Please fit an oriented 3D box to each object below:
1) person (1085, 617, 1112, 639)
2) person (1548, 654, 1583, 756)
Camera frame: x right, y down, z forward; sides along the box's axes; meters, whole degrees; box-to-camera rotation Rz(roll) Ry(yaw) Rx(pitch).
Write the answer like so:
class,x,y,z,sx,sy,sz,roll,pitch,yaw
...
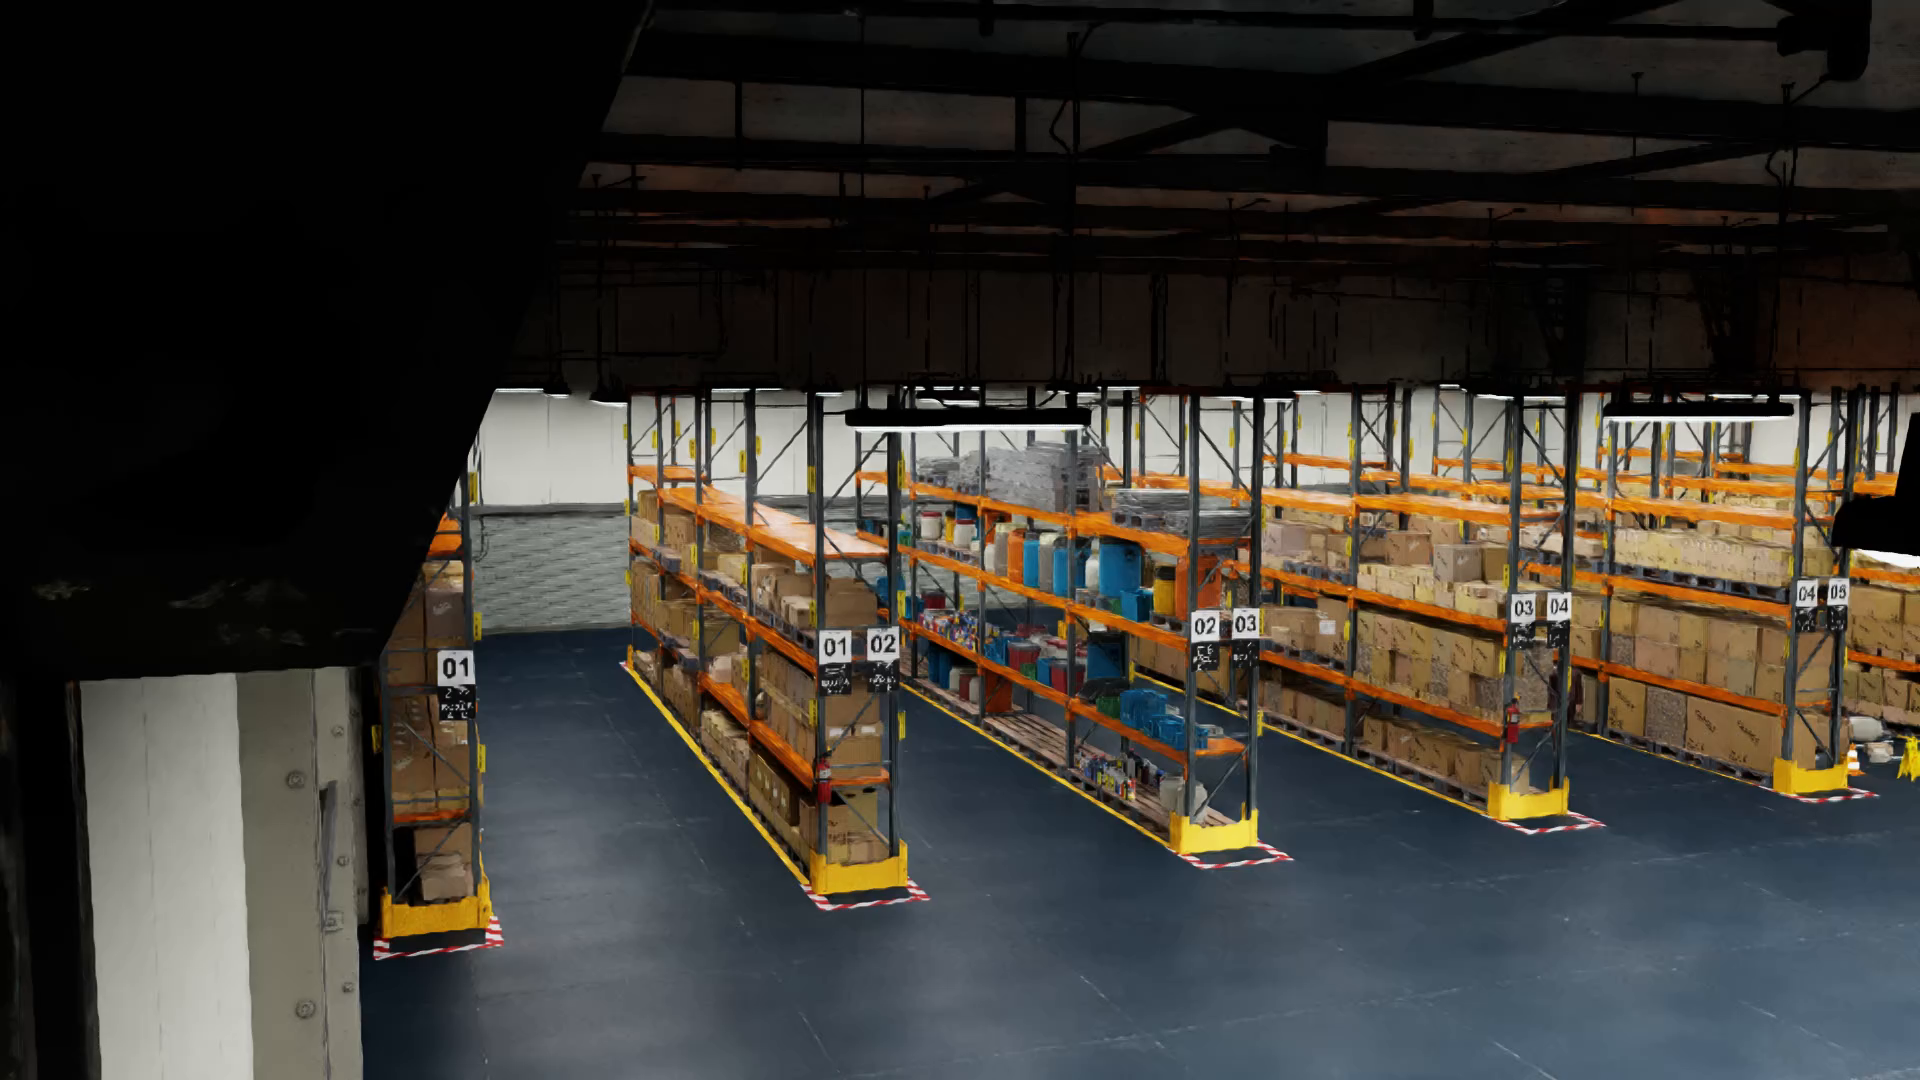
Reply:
class,x,y,z,sx,sy,sz,roll,pitch,yaw
person,2.831,1.963,33.681,0.628,1.756,0.446,5,8,40
person,9.895,2.658,27.327,0.635,1.722,1.046,0,6,1
